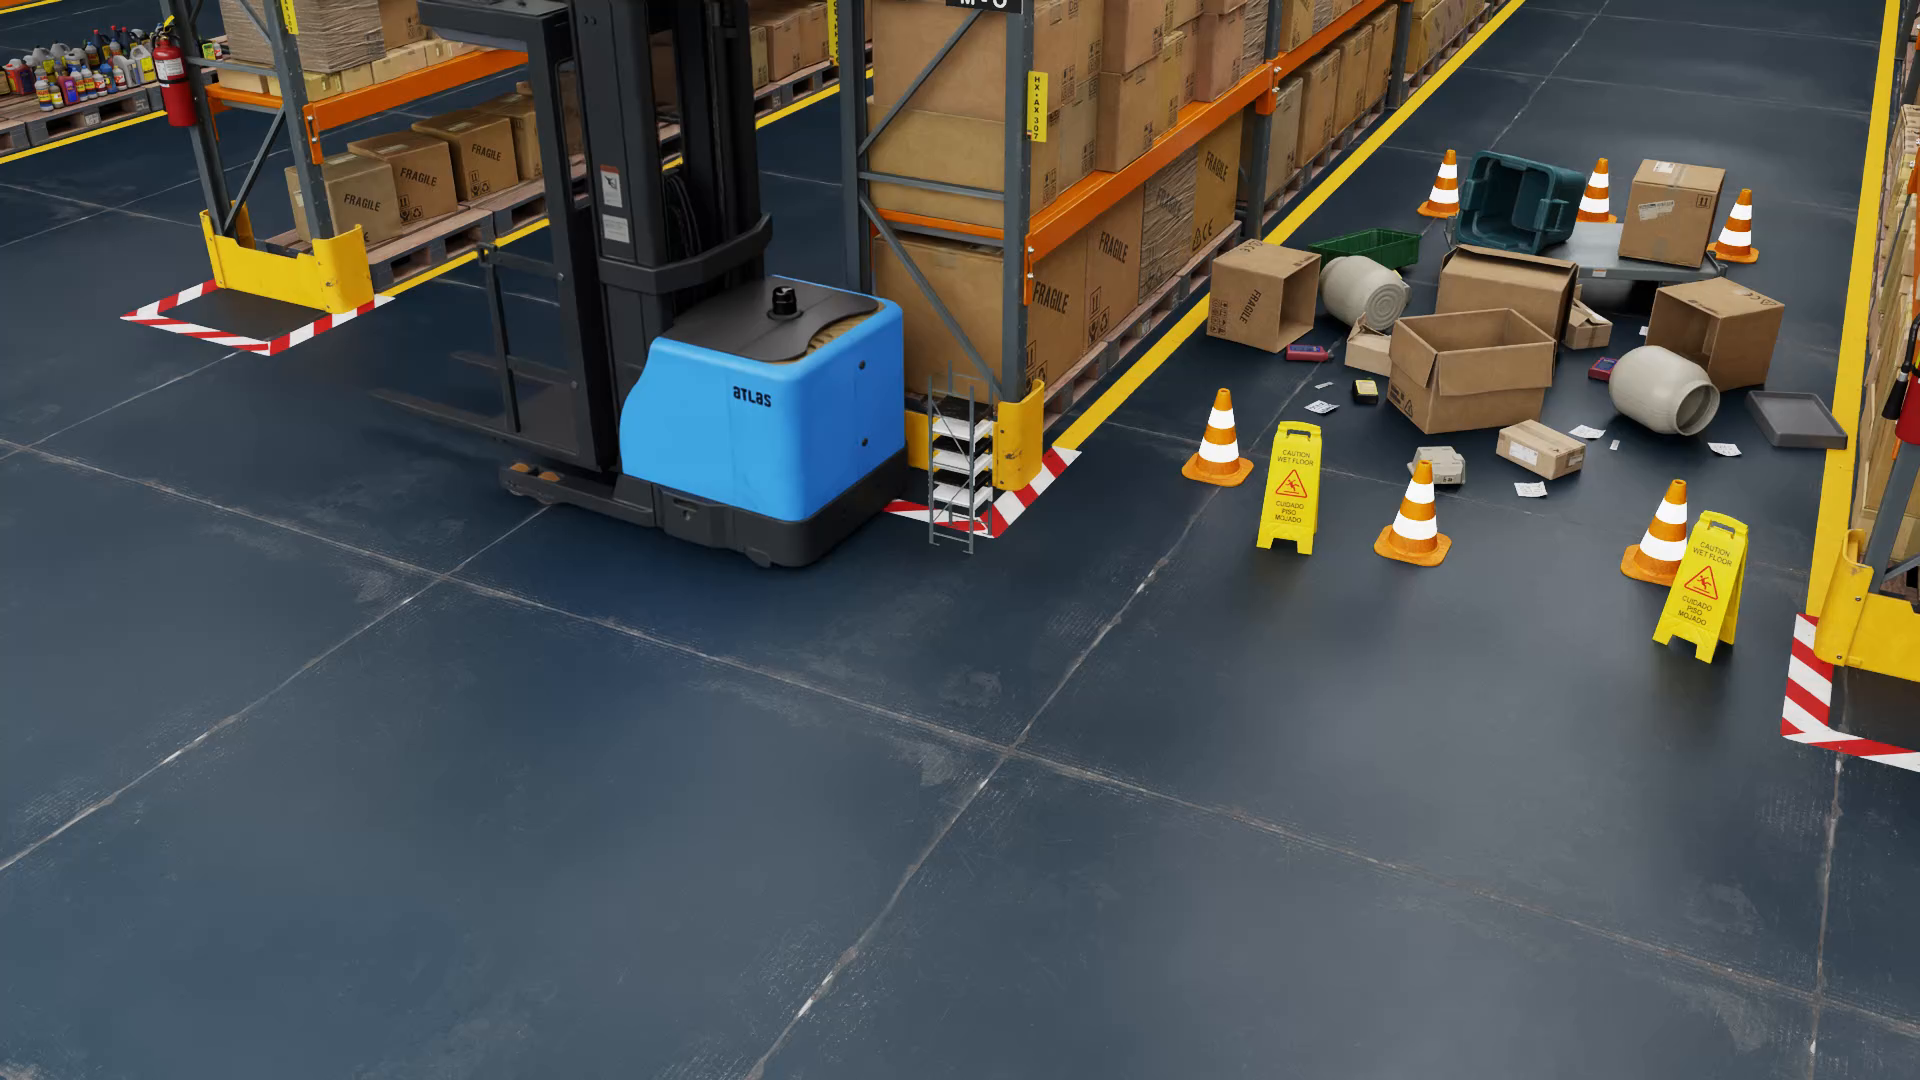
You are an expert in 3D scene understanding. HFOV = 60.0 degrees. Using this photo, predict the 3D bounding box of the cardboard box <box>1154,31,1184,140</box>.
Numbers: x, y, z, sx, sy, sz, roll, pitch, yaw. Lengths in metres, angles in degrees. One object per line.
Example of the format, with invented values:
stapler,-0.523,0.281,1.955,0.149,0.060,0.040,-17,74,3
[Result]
cardboard box,0.805,-2.717,9.818,0.875,0.550,0.500,14,33,23

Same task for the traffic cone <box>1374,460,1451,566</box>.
traffic cone,2.230,-0.170,8.081,0.336,0.463,0.334,14,33,23

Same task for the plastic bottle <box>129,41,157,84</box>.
plastic bottle,-7.354,-4.294,14.933,0.144,0.351,0.185,14,33,23

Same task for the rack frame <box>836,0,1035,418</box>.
rack frame,-0.127,-1.764,8.309,1.000,3.000,0.127,14,33,23

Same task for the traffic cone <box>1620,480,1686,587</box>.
traffic cone,3.374,-0.069,7.905,0.336,0.463,0.334,14,33,23

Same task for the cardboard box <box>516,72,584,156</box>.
cardboard box,-3.146,-3.381,13.214,0.500,0.500,0.500,-26,39,-37

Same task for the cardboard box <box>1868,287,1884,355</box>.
cardboard box,5.639,-1.248,9.751,0.500,0.250,0.500,13,32,21

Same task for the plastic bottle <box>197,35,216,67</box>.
plastic bottle,-7.008,-4.555,15.457,0.061,0.283,0.133,16,34,26

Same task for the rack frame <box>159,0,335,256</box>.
rack frame,-4.496,-2.934,10.347,1.000,3.000,0.127,14,33,23

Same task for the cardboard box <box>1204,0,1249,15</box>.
cardboard box,1.350,-3.644,10.349,0.875,0.550,0.550,14,33,23

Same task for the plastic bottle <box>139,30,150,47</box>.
plastic bottle,-7.646,-4.628,15.583,0.061,0.283,0.133,14,33,23

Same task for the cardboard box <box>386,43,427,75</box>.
cardboard box,-3.800,-3.227,11.109,0.380,0.149,0.250,14,33,23

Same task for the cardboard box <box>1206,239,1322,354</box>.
cardboard box,1.902,-1.533,10.415,0.500,0.500,0.500,21,36,32

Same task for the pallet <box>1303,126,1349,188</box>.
pallet,2.535,-3.230,13.662,1.003,0.211,1.213,14,33,23

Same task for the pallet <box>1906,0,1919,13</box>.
pallet,10.763,-5.658,17.892,1.003,0.211,1.213,14,33,23

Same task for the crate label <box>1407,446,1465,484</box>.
crate label,2.533,-0.391,8.794,0.250,0.136,0.298,-1,30,-3

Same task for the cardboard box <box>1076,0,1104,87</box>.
cardboard box,0.245,-2.718,8.735,0.875,0.550,0.550,14,33,23

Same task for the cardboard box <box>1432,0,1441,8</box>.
cardboard box,4.278,-5.209,15.645,0.500,0.250,0.500,14,33,23

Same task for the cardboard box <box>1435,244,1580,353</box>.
cardboard box,3.291,-1.431,10.101,0.797,0.637,0.503,14,33,23

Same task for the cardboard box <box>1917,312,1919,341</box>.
cardboard box,4.323,-0.929,7.107,0.380,0.149,0.250,14,33,23

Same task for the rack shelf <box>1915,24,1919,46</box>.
rack shelf,8.881,-4.807,14.331,1.077,0.370,4.000,14,33,23

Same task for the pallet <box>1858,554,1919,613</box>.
pallet,4.762,0.138,7.798,1.003,0.211,1.213,14,33,23

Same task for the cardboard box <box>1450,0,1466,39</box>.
cardboard box,4.755,-5.343,16.630,0.500,0.500,0.500,14,33,22

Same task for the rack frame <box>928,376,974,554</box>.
rack frame,-0.043,-0.349,7.954,0.240,0.900,0.006,14,33,23

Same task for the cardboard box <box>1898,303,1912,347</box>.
cardboard box,4.684,-0.985,7.888,0.380,0.149,0.250,15,33,24

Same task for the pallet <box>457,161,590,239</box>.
pallet,-3.503,-2.649,12.651,1.003,0.211,1.213,14,33,23

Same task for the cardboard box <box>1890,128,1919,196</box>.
cardboard box,7.375,-2.698,12.153,0.950,0.372,0.625,14,33,22

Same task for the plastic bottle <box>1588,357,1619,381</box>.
plastic bottle,3.891,-1.038,9.996,0.133,0.061,0.283,21,36,32

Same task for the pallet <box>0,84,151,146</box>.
pallet,-7.981,-3.790,14.638,1.003,0.211,1.213,14,33,23

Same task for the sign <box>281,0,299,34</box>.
sign,-4.013,-3.186,9.917,0.100,0.325,0.005,14,33,23

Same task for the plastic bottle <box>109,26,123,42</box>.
plastic bottle,-7.820,-4.609,15.482,0.144,0.351,0.185,15,33,25

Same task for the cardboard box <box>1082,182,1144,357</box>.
cardboard box,0.522,-1.731,9.964,0.875,0.875,0.875,14,33,23

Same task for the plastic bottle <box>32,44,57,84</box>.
plastic bottle,-8.184,-4.254,14.865,0.144,0.351,0.185,16,33,25

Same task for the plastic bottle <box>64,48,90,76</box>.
plastic bottle,-7.956,-4.282,14.988,0.152,0.276,0.135,14,33,23

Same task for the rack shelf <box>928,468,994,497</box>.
rack shelf,0.004,-0.287,8.093,0.258,0.077,0.200,14,33,23

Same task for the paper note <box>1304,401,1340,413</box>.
paper note,2.080,-0.767,9.557,0.142,0.017,0.144,-25,38,-36

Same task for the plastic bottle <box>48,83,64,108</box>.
plastic bottle,-7.755,-3.814,14.247,0.097,0.201,0.097,0,30,0

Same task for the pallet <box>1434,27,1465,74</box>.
pallet,4.432,-4.986,16.721,1.003,0.211,1.213,14,33,23

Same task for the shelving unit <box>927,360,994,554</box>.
shelving unit,0.004,-0.394,8.032,0.258,0.900,0.210,14,33,23

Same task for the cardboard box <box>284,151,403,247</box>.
cardboard box,-4.197,-2.305,11.340,0.500,0.500,0.500,21,36,32

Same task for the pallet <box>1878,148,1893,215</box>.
pallet,7.613,-2.677,12.699,1.003,0.211,1.213,14,33,23

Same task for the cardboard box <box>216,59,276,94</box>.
cardboard box,-4.550,-2.998,10.711,0.380,0.149,0.250,14,33,23

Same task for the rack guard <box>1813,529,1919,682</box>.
rack guard,4.361,0.365,7.113,1.175,0.500,0.348,14,33,23

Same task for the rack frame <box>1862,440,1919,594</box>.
rack frame,4.326,-0.686,6.432,1.000,3.000,0.127,14,33,23

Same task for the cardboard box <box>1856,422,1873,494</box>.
cardboard box,4.698,-0.323,8.139,0.500,0.250,0.500,14,33,23

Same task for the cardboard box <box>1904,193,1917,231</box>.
cardboard box,5.529,-1.813,9.330,0.380,0.149,0.250,15,33,24

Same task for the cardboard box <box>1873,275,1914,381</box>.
cardboard box,5.168,-1.104,8.747,0.500,0.500,0.500,16,34,26

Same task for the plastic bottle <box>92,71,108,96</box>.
plastic bottle,-7.555,-4.008,14.586,0.097,0.201,0.097,0,30,0

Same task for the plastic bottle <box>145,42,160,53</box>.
plastic bottle,-7.351,-4.427,15.240,0.152,0.276,0.135,14,33,23

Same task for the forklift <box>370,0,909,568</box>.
forklift,-1.799,-1.663,8.203,3.031,2.935,1.130,16,34,26

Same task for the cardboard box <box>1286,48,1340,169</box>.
cardboard box,2.341,-3.466,13.111,1.050,0.750,0.750,14,33,23

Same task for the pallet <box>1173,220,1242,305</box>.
pallet,1.280,-2.008,11.536,1.003,0.211,1.213,14,33,23

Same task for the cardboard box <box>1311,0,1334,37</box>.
cardboard box,2.404,-3.977,12.062,0.500,0.500,0.500,15,33,24

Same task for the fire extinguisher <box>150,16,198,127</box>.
fire extinguisher,-4.958,-2.954,10.460,0.296,0.674,0.183,14,33,23

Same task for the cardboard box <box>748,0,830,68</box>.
cardboard box,-1.632,-4.784,15.637,0.700,0.500,0.500,17,34,27

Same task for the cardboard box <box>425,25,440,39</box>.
cardboard box,-3.834,-3.805,11.464,0.875,0.500,0.500,14,33,23

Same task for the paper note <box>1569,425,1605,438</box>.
paper note,3.505,-0.606,9.287,0.142,0.019,0.148,-25,38,-36
